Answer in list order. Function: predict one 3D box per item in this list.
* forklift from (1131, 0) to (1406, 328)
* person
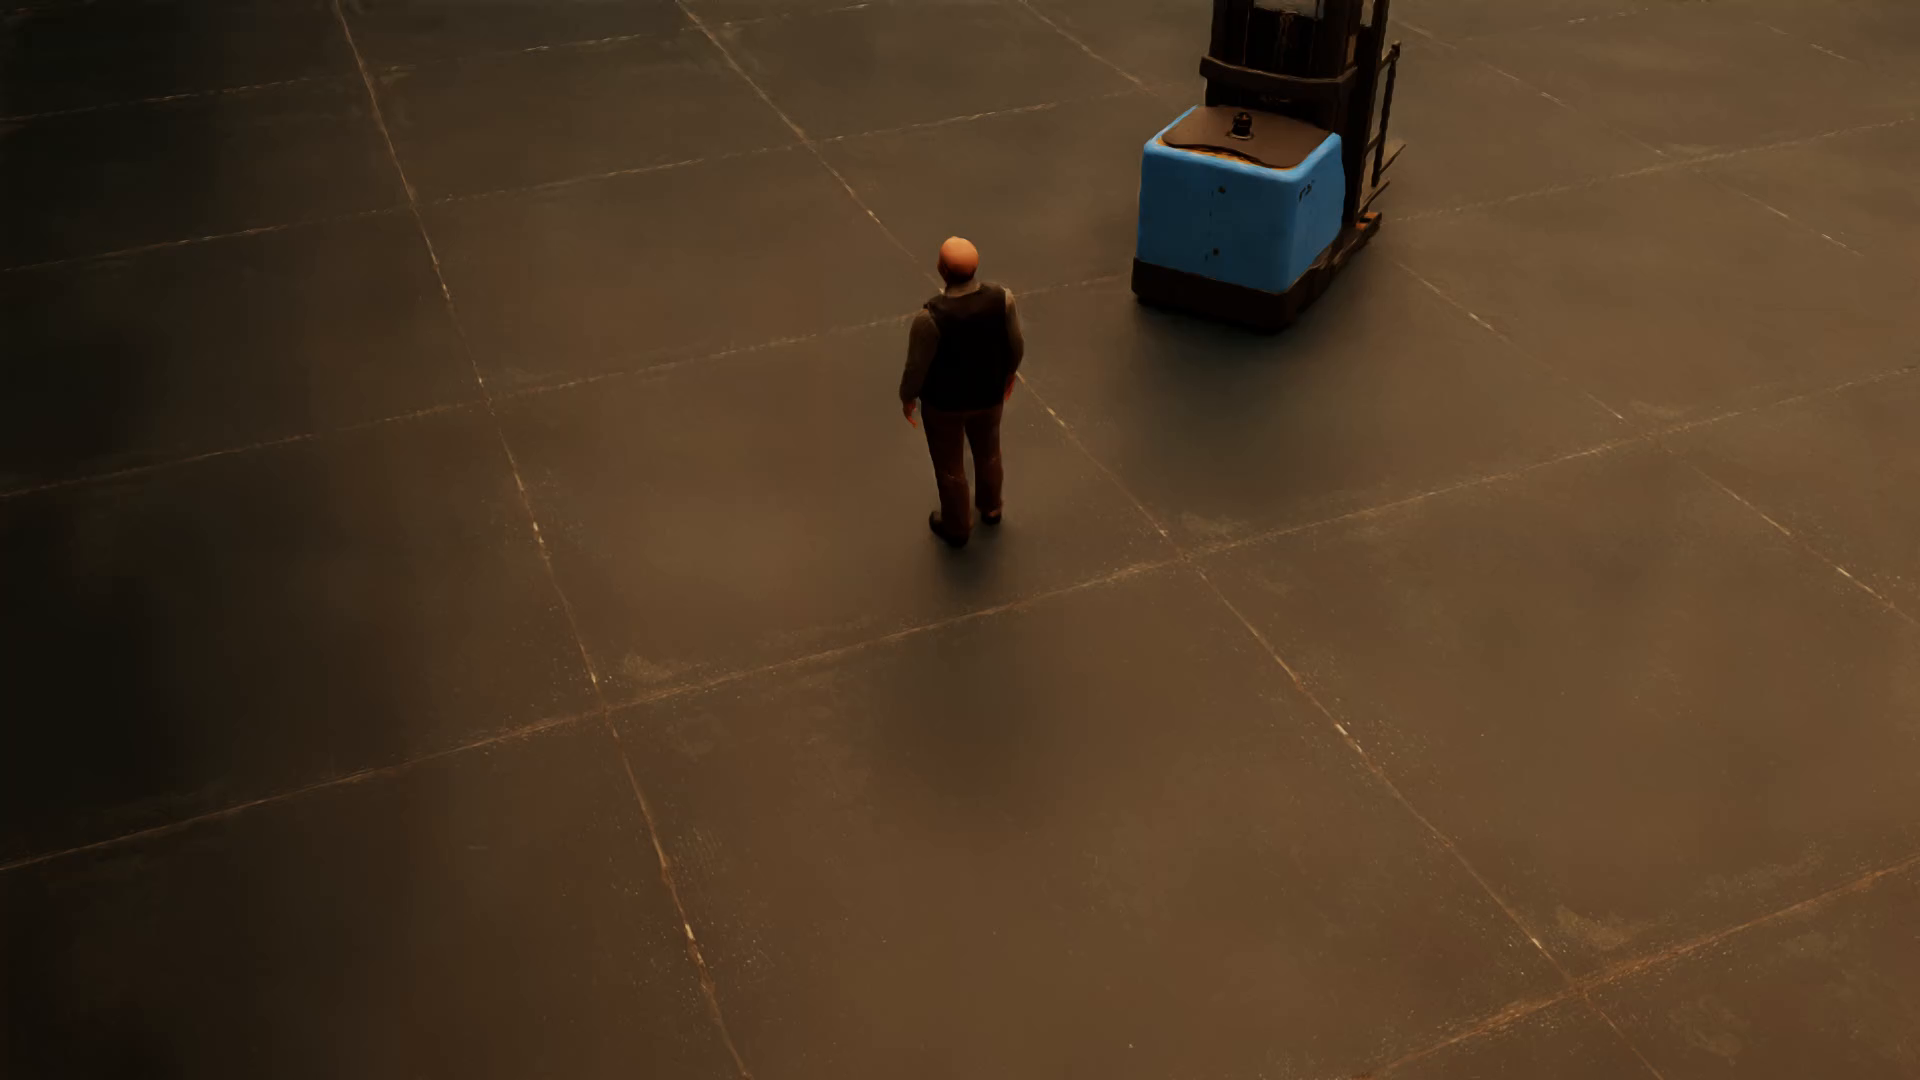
[{"bbox_3d":[2.289,-3.347,10.805,1.130,2.935,3.031,19,39,24],"label":"forklift"},{"bbox_3d":[-0.017,-0.743,8.174,0.632,1.720,0.567,-14,38,-19],"label":"person"}]
